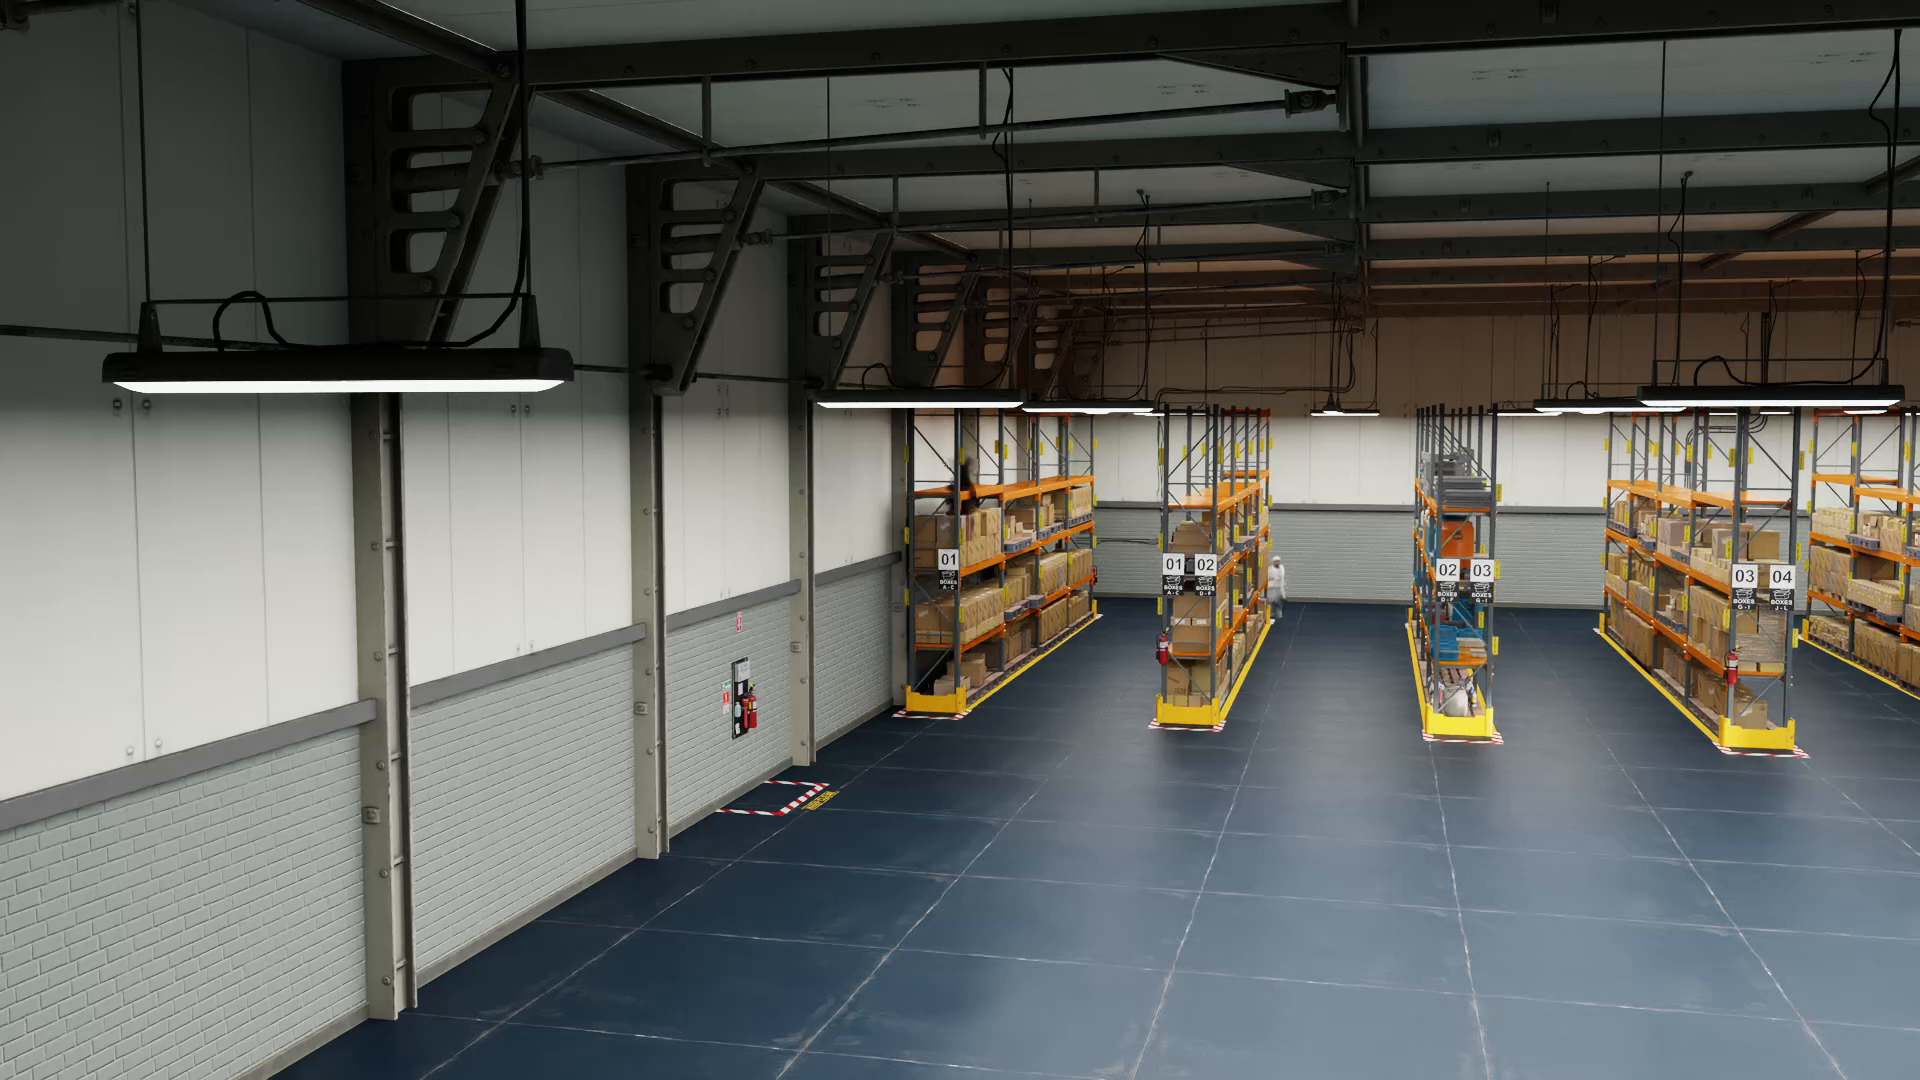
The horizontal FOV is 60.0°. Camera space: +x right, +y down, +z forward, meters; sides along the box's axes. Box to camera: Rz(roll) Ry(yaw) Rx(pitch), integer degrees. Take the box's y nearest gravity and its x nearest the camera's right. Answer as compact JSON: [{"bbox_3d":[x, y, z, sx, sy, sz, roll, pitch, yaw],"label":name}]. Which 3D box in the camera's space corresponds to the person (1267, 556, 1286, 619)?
[{"bbox_3d":[9.091,1.364,47.711,0.666,1.814,0.823,-1,4,-18],"label":"person"}]
